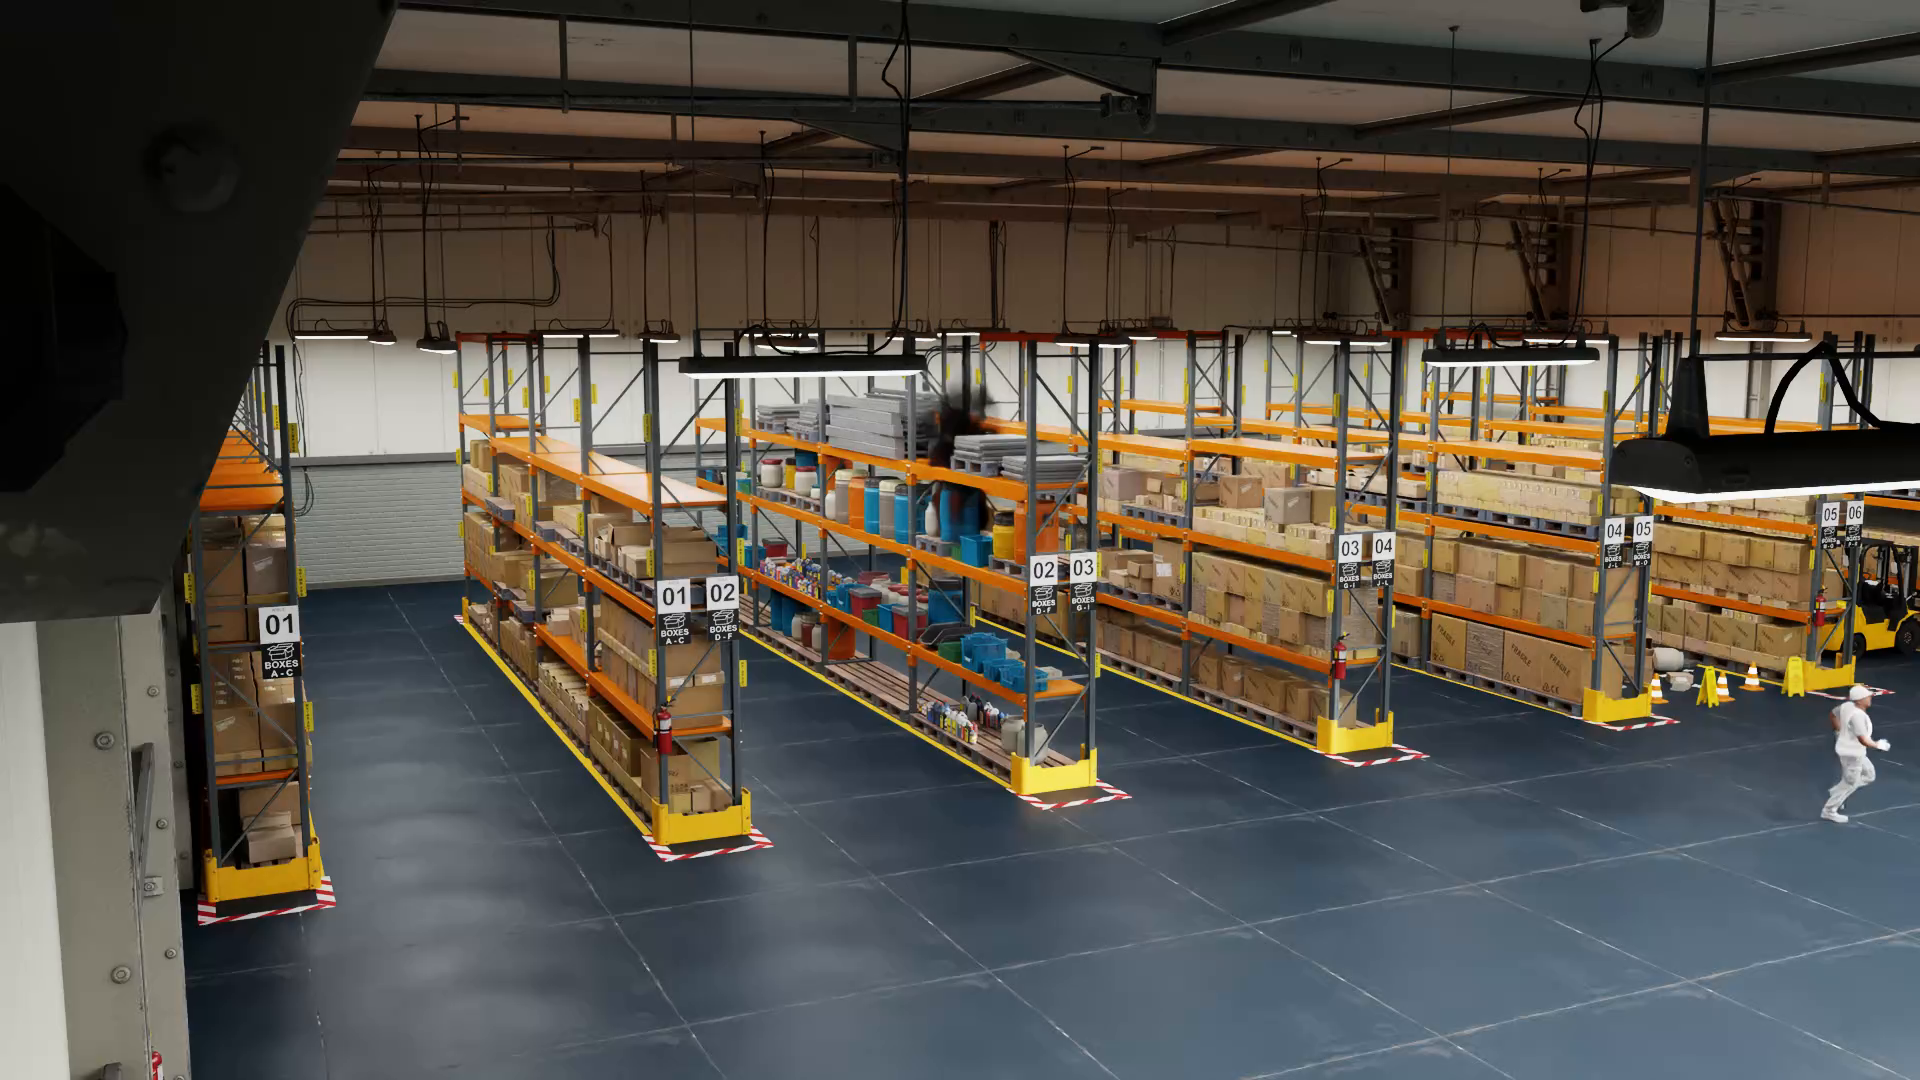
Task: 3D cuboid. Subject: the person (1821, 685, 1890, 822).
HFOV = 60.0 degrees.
[{"bbox_3d":[11.239,2.666,20.859,0.714,1.733,0.716,3,8,18],"label":"person"}]
